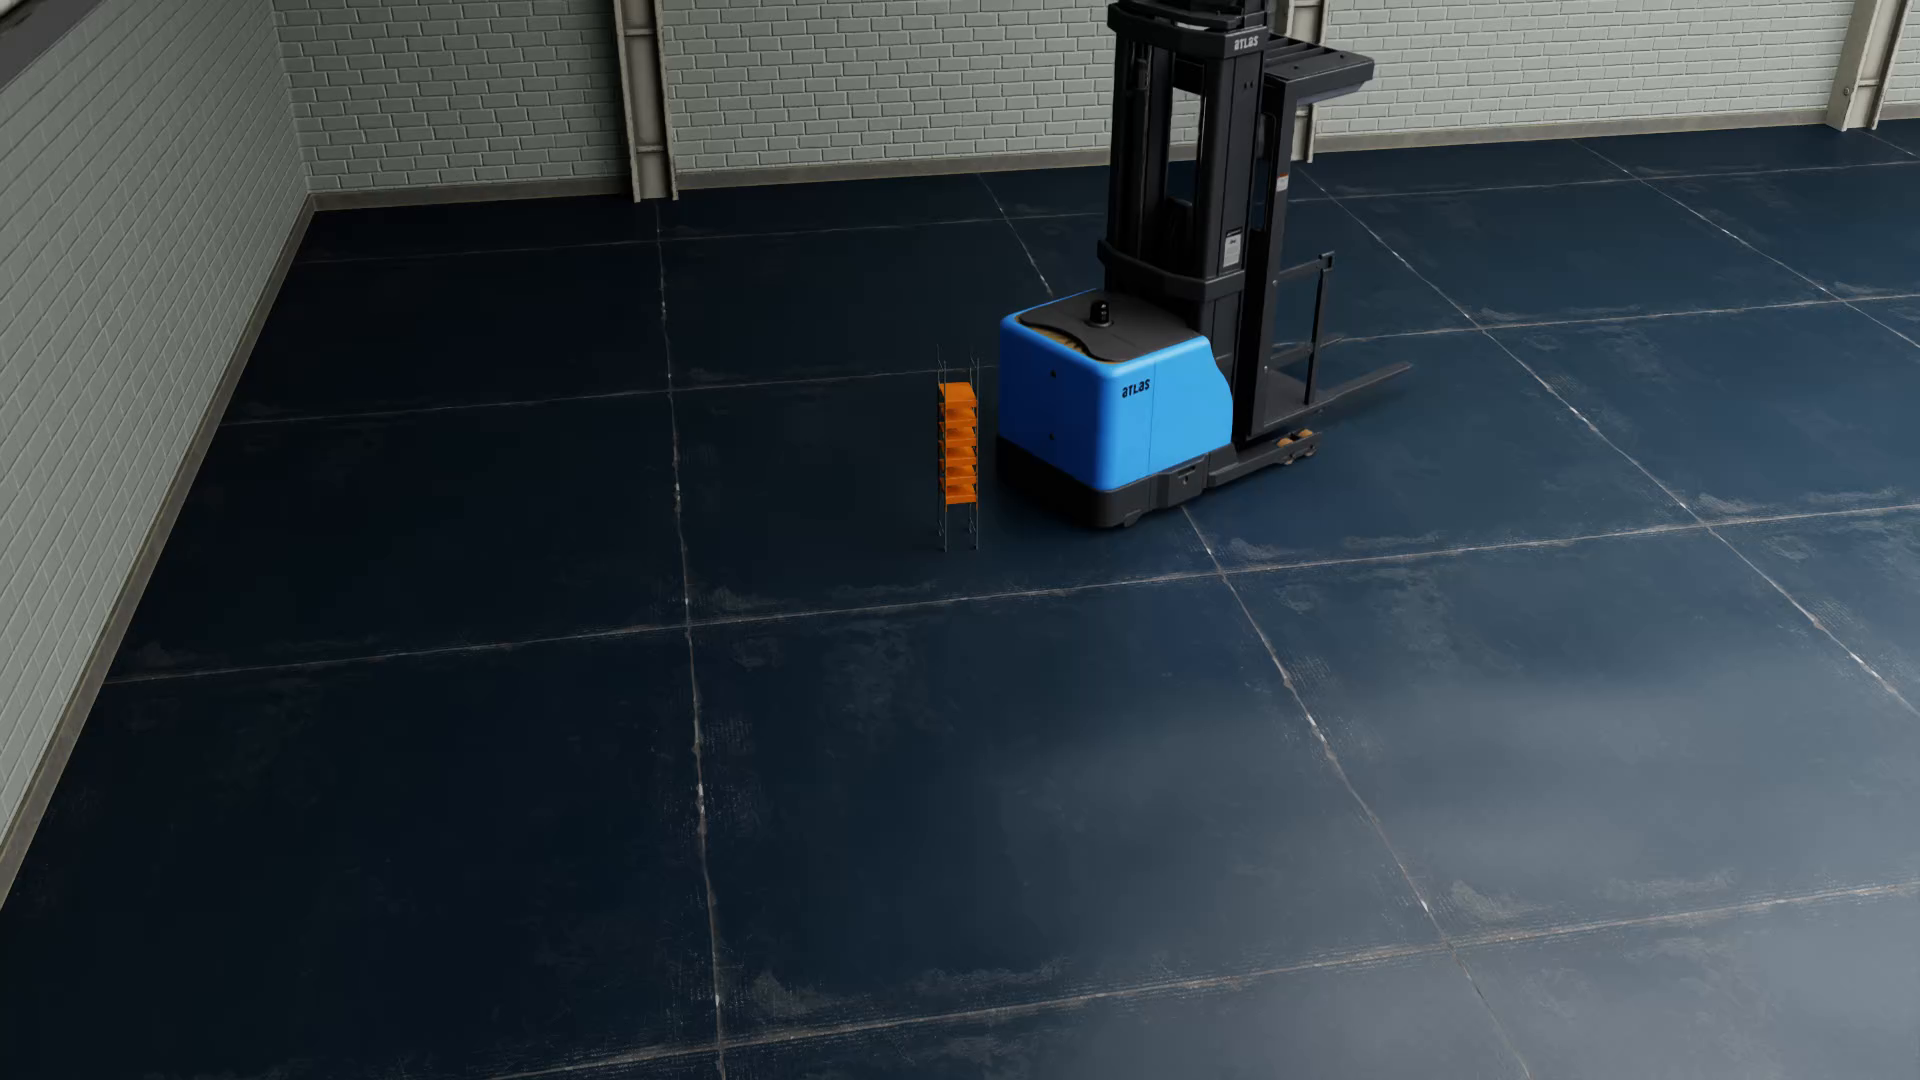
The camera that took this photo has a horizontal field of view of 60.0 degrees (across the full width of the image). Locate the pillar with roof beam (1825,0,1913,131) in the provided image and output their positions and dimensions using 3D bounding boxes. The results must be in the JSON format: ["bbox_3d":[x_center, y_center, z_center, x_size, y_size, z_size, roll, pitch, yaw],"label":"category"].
[{"bbox_3d":[9.824,-5.947,10.986,0.400,9.000,9.100,-5,31,-9],"label":"pillar with roof beam"}]

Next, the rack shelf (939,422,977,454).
[{"bbox_3d":[-0.014,-0.581,9.405,0.180,0.103,0.258,-5,31,-9],"label":"rack shelf"}]

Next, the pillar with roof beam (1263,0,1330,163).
[{"bbox_3d":[3.922,-5.399,10.055,0.400,9.000,9.100,-5,31,-9],"label":"pillar with roof beam"}]

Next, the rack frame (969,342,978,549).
[{"bbox_3d":[0.076,-0.524,9.458,0.006,1.200,0.240,-5,31,-9],"label":"rack frame"}]

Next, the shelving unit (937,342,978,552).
[{"bbox_3d":[-0.014,-0.516,9.444,0.189,1.200,0.258,-5,31,-9],"label":"shelving unit"}]

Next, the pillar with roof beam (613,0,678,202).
[{"bbox_3d":[-1.980,-4.852,9.123,0.400,9.000,9.100,-5,31,-9],"label":"pillar with roof beam"}]

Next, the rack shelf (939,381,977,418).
[{"bbox_3d":[-0.014,-0.788,9.284,0.180,0.103,0.258,-5,31,-9],"label":"rack shelf"}]

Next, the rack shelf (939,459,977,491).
[{"bbox_3d":[-0.014,-0.374,9.527,0.180,0.103,0.258,-5,31,-9],"label":"rack shelf"}]

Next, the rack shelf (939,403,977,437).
[{"bbox_3d":[-0.014,-0.684,9.344,0.180,0.103,0.258,-5,31,-9],"label":"rack shelf"}]

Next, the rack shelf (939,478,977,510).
[{"bbox_3d":[-0.014,-0.271,9.588,0.180,0.103,0.258,-5,31,-9],"label":"rack shelf"}]

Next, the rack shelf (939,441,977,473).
[{"bbox_3d":[-0.014,-0.478,9.466,0.180,0.103,0.258,-5,31,-9],"label":"rack shelf"}]

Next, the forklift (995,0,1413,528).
[{"bbox_3d":[1.695,-1.932,10.143,3.031,2.935,1.130,-22,37,-32],"label":"forklift"}]

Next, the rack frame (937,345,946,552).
[{"bbox_3d":[-0.104,-0.508,9.429,0.006,1.200,0.240,-5,31,-9],"label":"rack frame"}]
